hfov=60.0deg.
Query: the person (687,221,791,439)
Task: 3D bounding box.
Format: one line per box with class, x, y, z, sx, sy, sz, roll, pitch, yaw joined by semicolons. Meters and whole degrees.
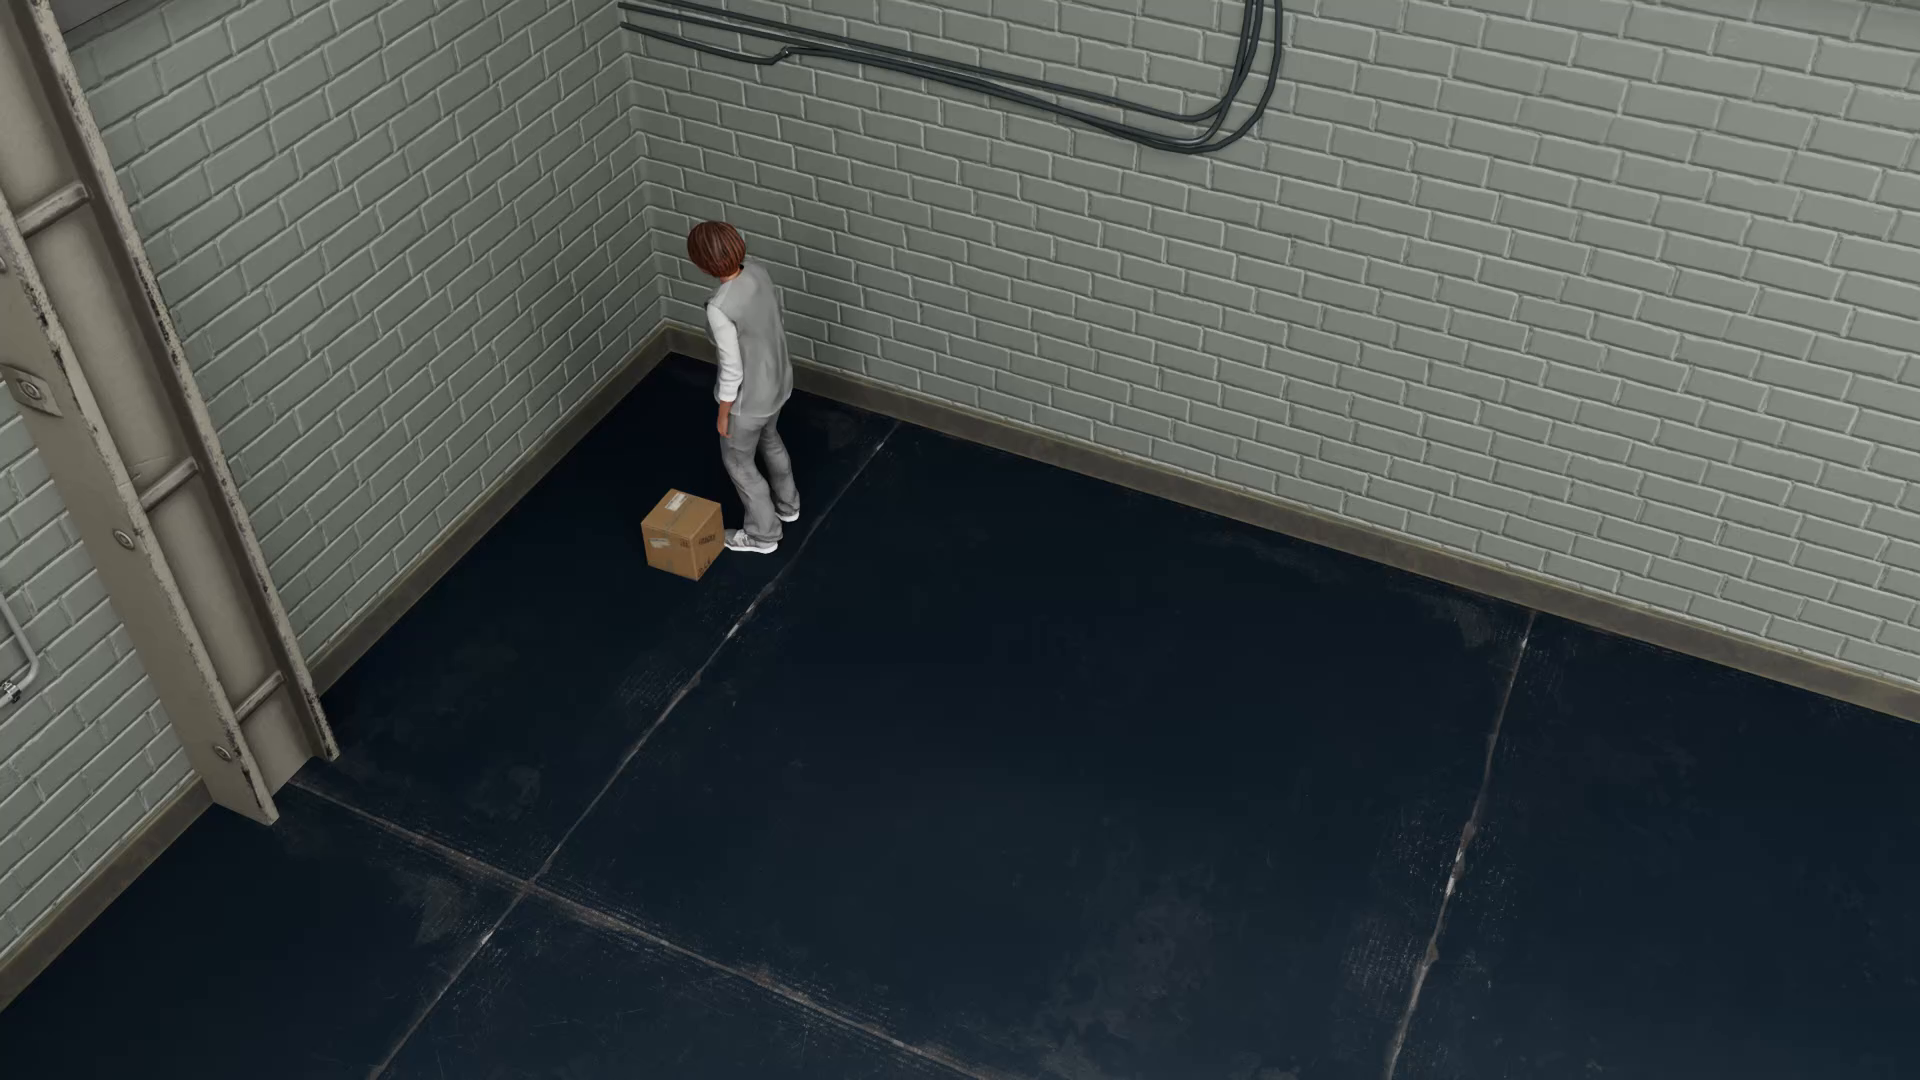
person;-0.878;-0.856;6.608;0.330;0.902;0.458;16;45;16
